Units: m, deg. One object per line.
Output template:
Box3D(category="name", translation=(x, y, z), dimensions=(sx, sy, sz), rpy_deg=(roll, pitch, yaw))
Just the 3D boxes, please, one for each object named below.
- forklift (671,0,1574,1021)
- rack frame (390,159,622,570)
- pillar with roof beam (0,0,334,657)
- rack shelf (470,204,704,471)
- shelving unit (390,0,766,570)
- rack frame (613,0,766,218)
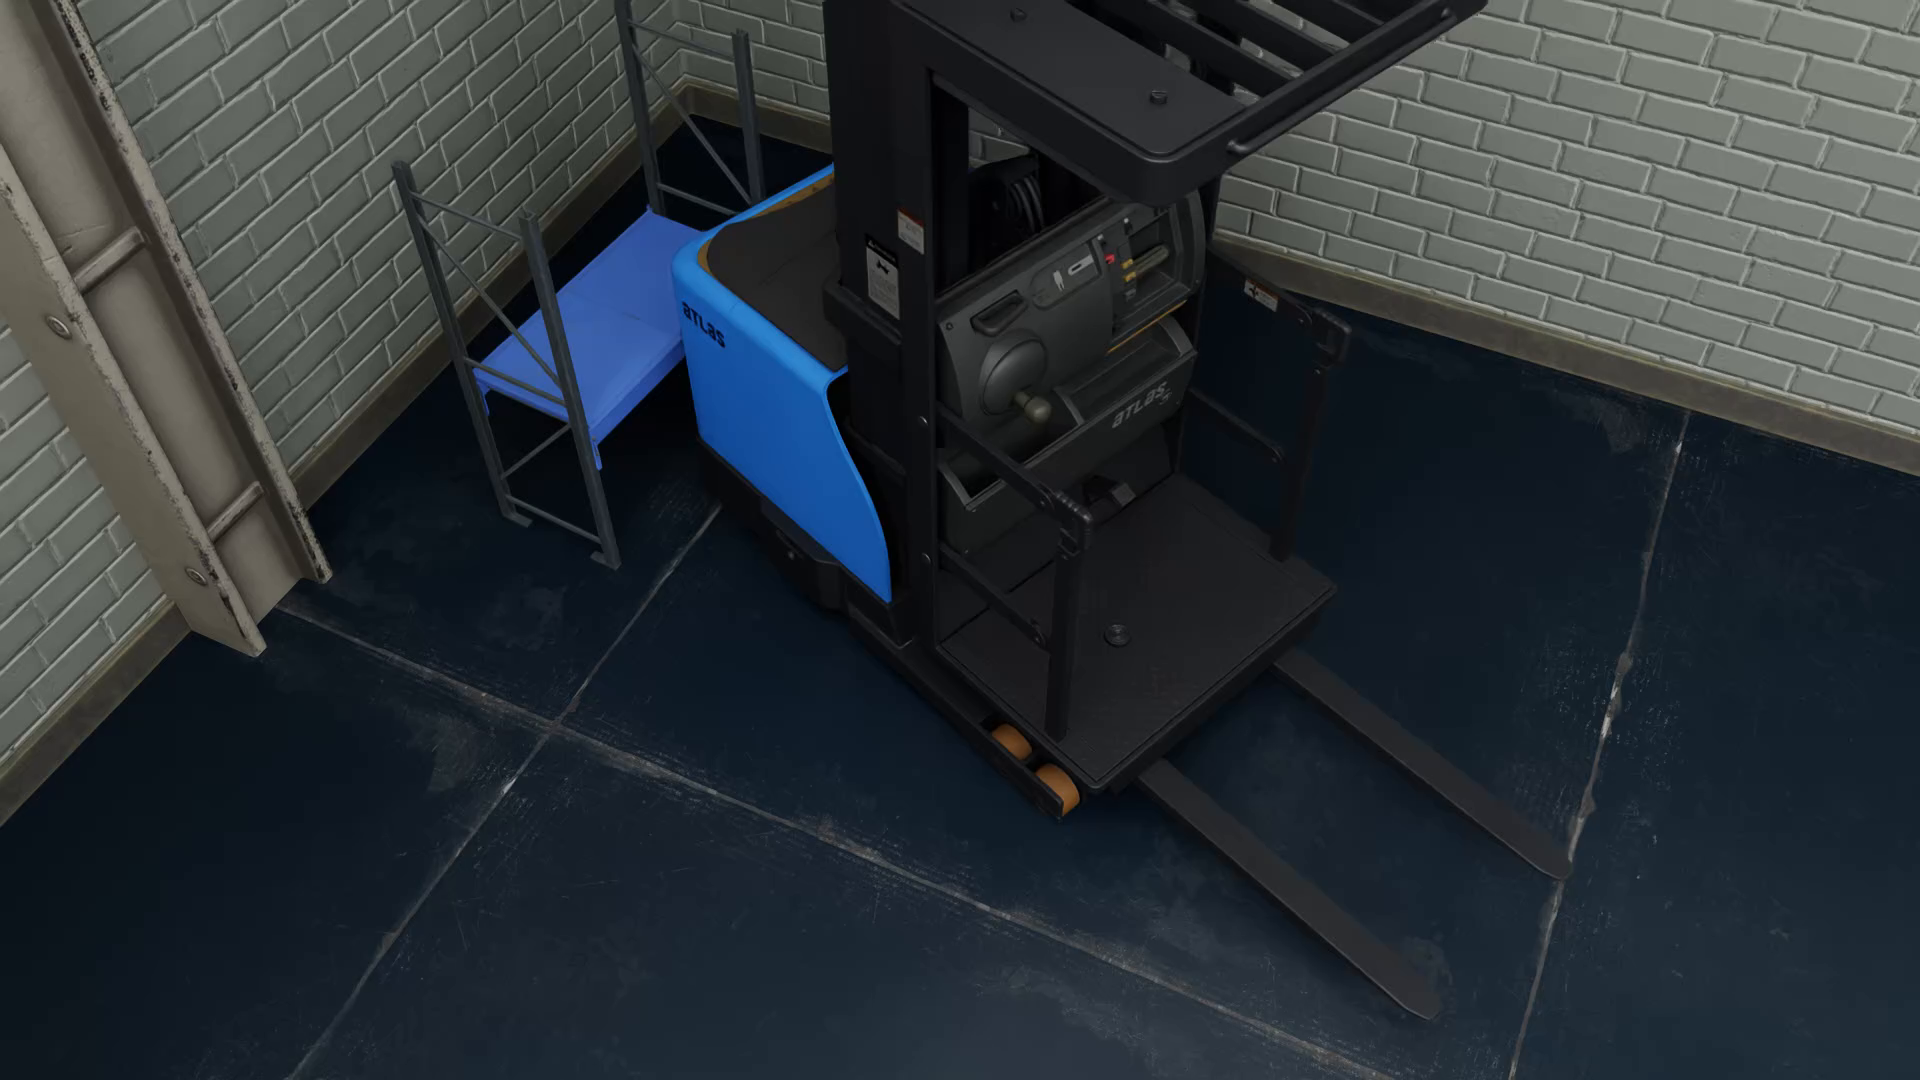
Box3D(category="forklift", translation=(0.459, -0.559, 4.301), dimensions=(1.130, 2.935, 3.031), rpy_deg=(-35, 58, -26))
Box3D(category="rack frame", translation=(-1.380, -0.488, 5.180), dimensions=(0.500, 1.500, 0.032), rpy_deg=(24, 54, 19))
Box3D(category="pillar with roof beam", translation=(1.543, -1.318, 0.963), dimensions=(9.100, 9.000, 0.400), rpy_deg=(20, 52, 16))
Box3D(category="rack shelf", translation=(-1.127, -0.707, 5.603), dimensions=(0.538, 0.185, 1.000), rpy_deg=(24, 54, 19))
Box3D(category="shelving unit", translation=(-1.127, -0.824, 5.466), dimensions=(0.538, 1.500, 1.048), rpy_deg=(24, 54, 19))
Box3D(category="rack frame", translation=(-0.875, -1.160, 5.752), dimensions=(0.500, 1.500, 0.032), rpy_deg=(24, 54, 19))
